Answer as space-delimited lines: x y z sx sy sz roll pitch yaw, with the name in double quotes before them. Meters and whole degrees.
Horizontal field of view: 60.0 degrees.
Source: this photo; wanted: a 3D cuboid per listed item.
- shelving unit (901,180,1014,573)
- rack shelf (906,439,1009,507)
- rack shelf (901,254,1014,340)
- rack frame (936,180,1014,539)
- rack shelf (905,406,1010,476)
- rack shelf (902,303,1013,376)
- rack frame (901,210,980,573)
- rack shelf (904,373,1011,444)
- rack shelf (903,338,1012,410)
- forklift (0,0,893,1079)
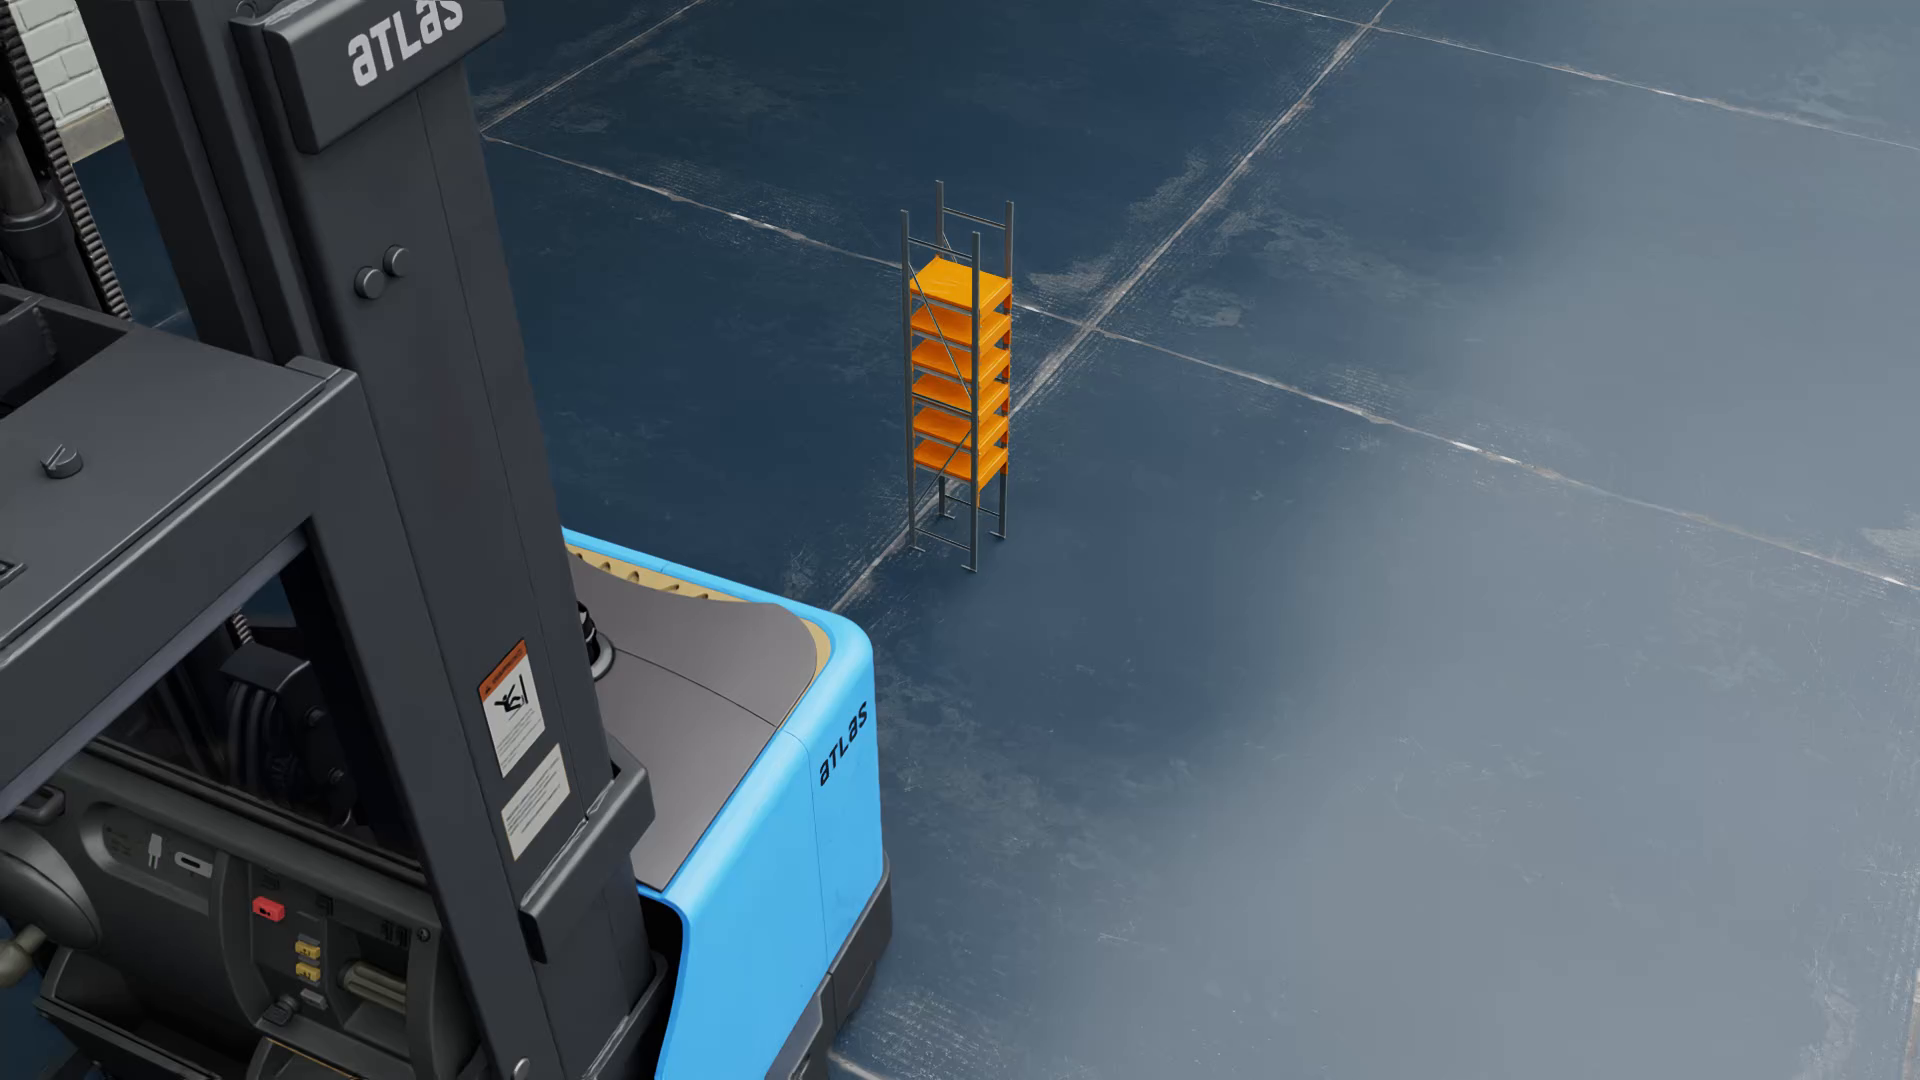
"shelving unit" -0.007 -0.442 4.844 0.258 1.200 0.189 21 45 22
"rack shelf" -0.007 -0.229 5.032 0.258 0.103 0.180 21 45 22
"rack shelf" -0.007 -0.679 4.635 0.258 0.103 0.180 21 45 22
"rack frame" 0.039 -0.494 4.904 0.240 1.200 0.006 21 45 22
"rack shelf" -0.007 -0.319 4.953 0.258 0.103 0.180 21 45 22
"rack shelf" -0.007 -0.589 4.715 0.258 0.103 0.180 21 45 22
"rack frame" -0.053 -0.390 4.785 0.240 1.200 0.006 21 45 22
"rack shelf" -0.007 -0.409 4.873 0.258 0.103 0.180 21 45 22
"rack shelf" -0.007 -0.499 4.794 0.258 0.103 0.180 21 45 22
"forklift" -1.226 0.641 2.304 1.130 2.935 3.031 16 44 18
